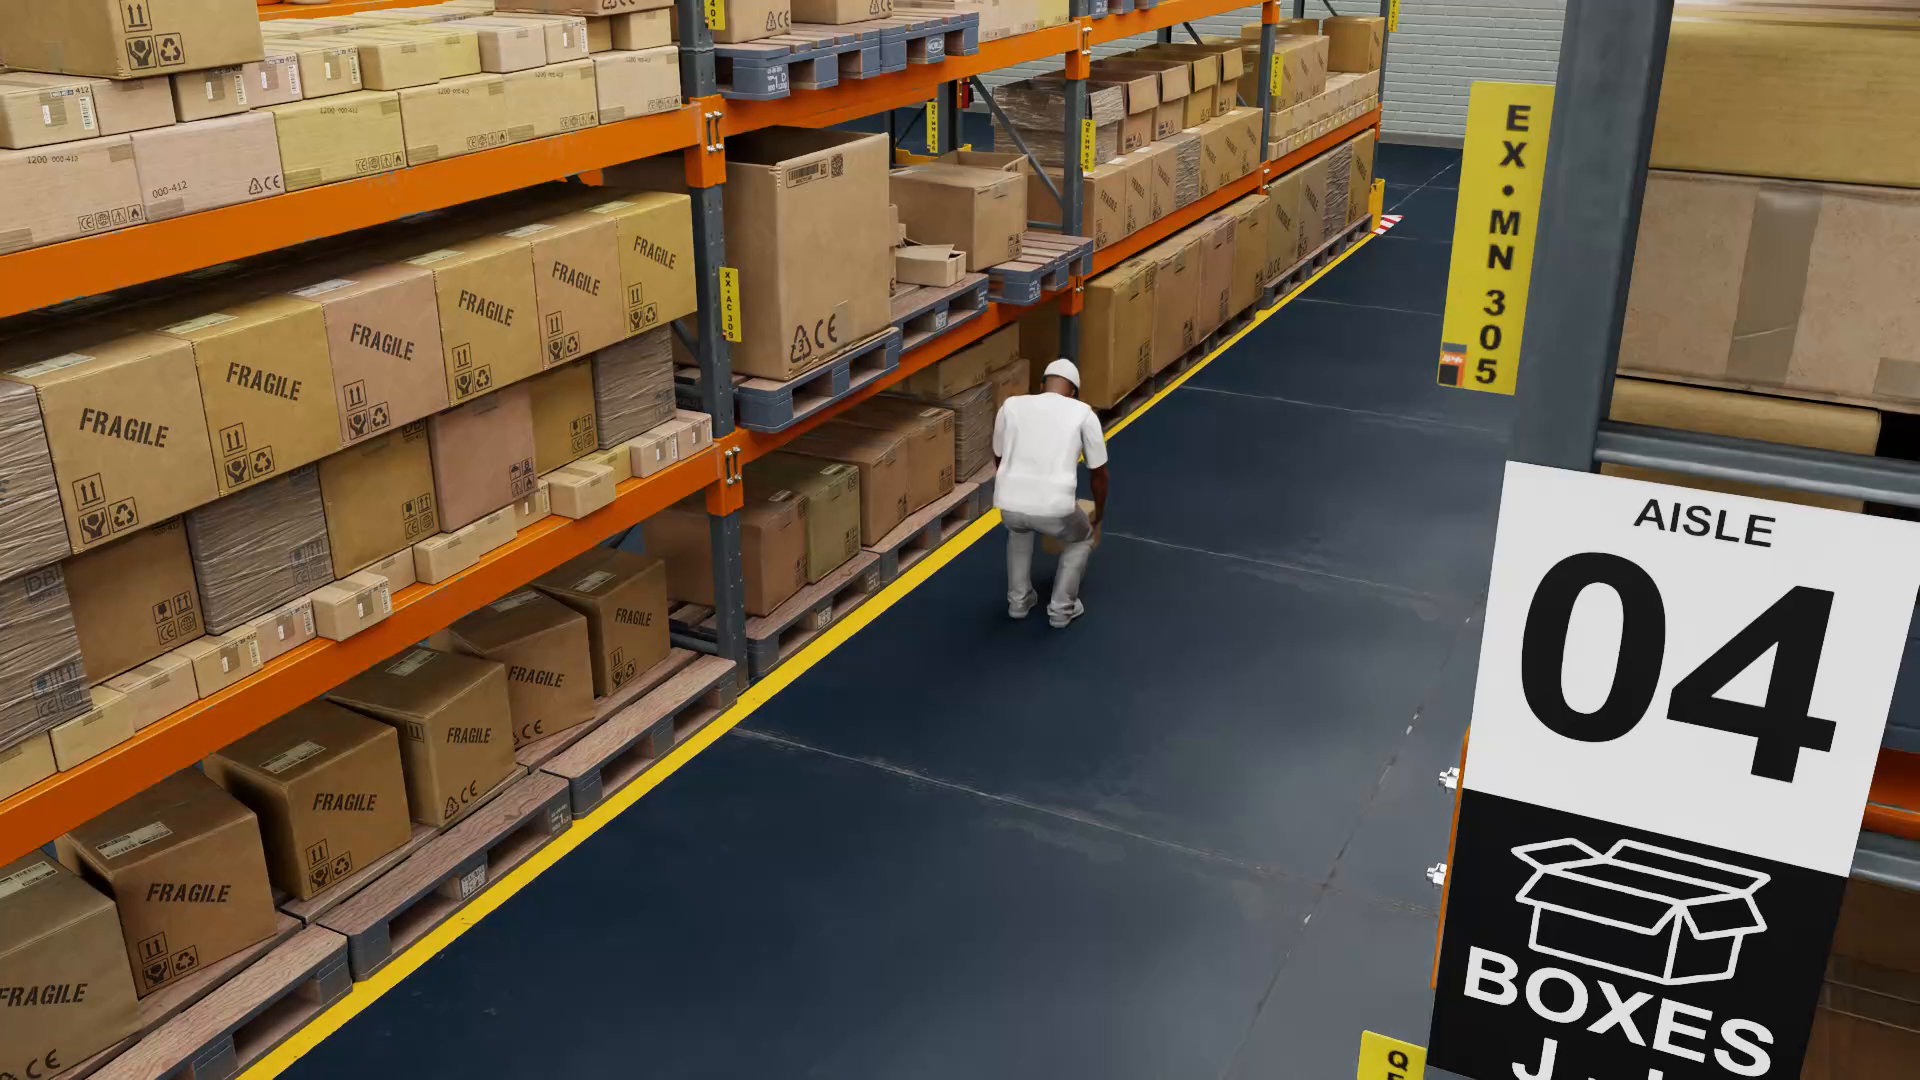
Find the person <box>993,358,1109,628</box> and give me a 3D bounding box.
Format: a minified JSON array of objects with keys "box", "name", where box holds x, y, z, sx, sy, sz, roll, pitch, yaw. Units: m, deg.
[{"box":[0.430,-0.242,8.732,0.630,1.317,0.802,9,24,21],"name":"person"}]
